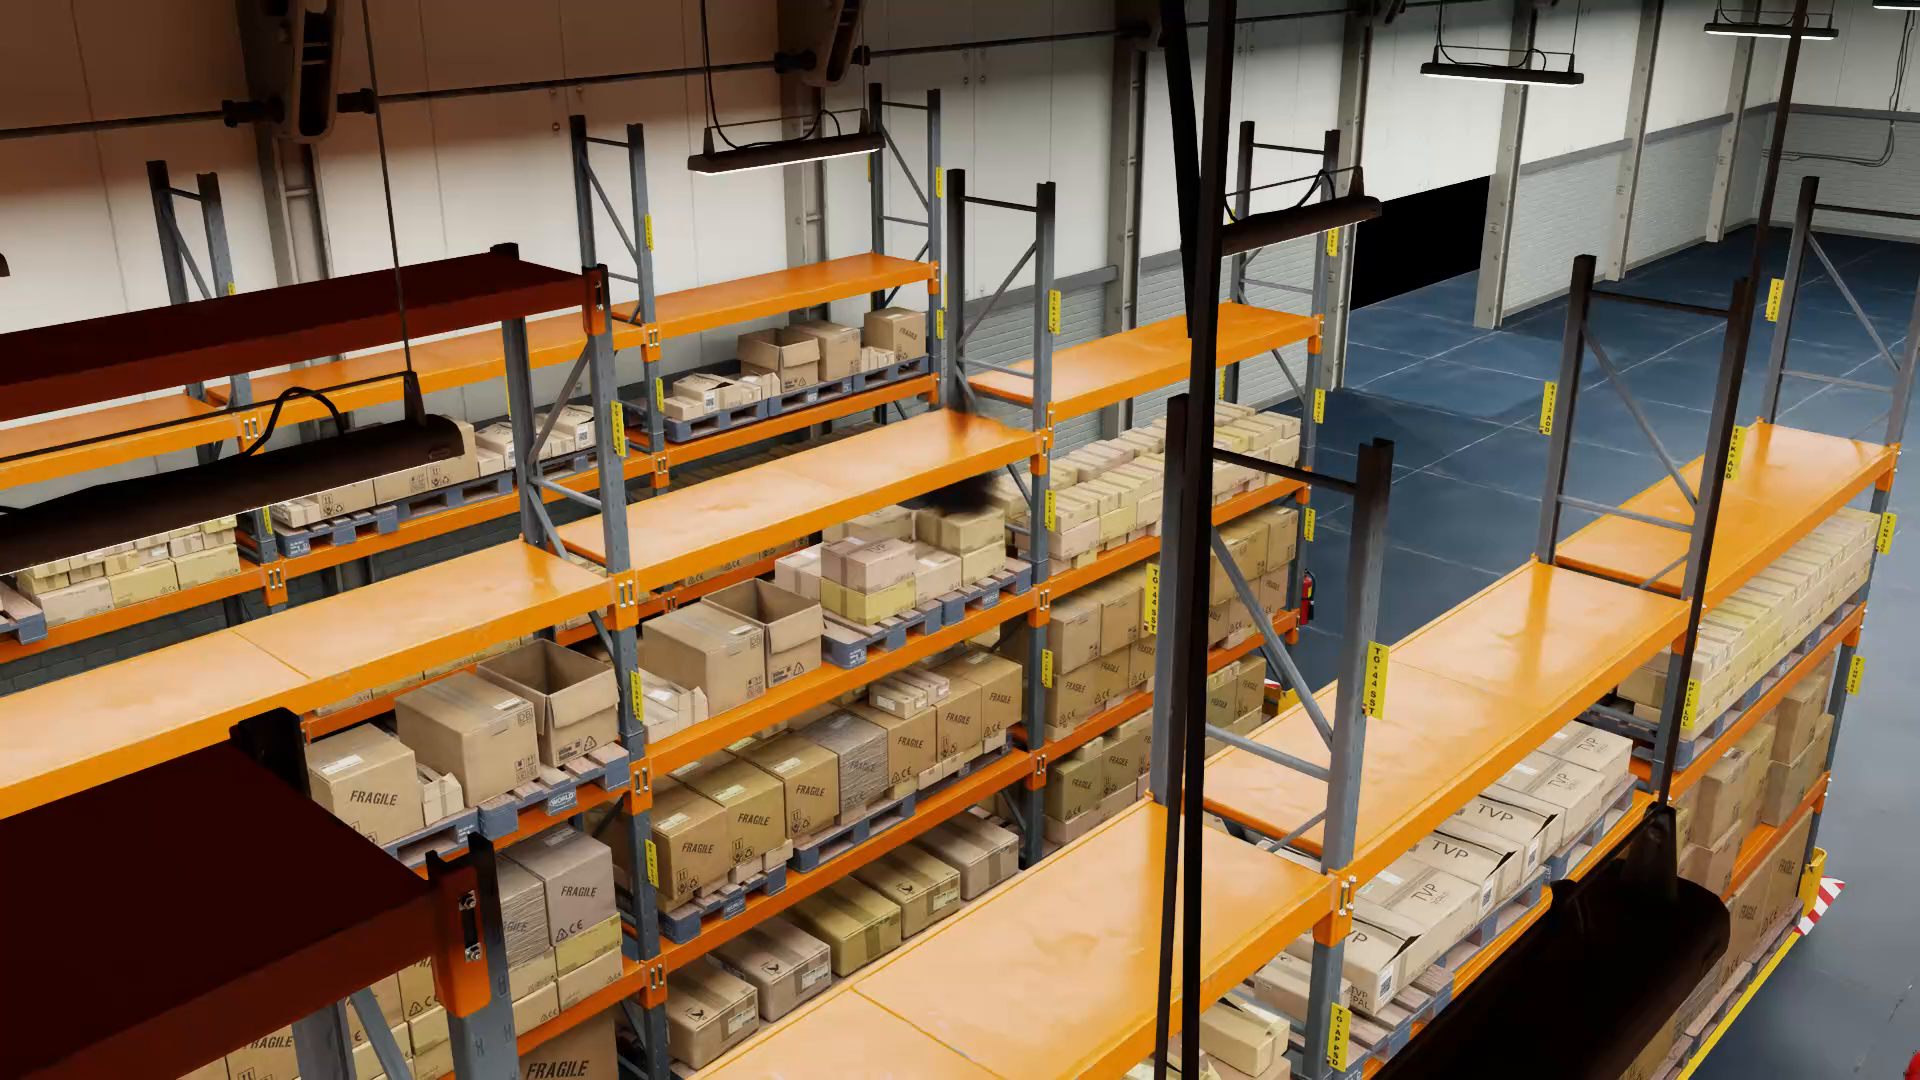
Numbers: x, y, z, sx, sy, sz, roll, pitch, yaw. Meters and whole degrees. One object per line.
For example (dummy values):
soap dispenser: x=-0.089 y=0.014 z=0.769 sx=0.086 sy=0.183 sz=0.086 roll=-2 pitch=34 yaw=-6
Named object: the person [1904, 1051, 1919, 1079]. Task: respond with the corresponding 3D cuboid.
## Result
person: x=6.120 y=3.768 z=10.218 sx=0.678 sy=1.527 sz=0.944 roll=4 pitch=22 yaw=10
